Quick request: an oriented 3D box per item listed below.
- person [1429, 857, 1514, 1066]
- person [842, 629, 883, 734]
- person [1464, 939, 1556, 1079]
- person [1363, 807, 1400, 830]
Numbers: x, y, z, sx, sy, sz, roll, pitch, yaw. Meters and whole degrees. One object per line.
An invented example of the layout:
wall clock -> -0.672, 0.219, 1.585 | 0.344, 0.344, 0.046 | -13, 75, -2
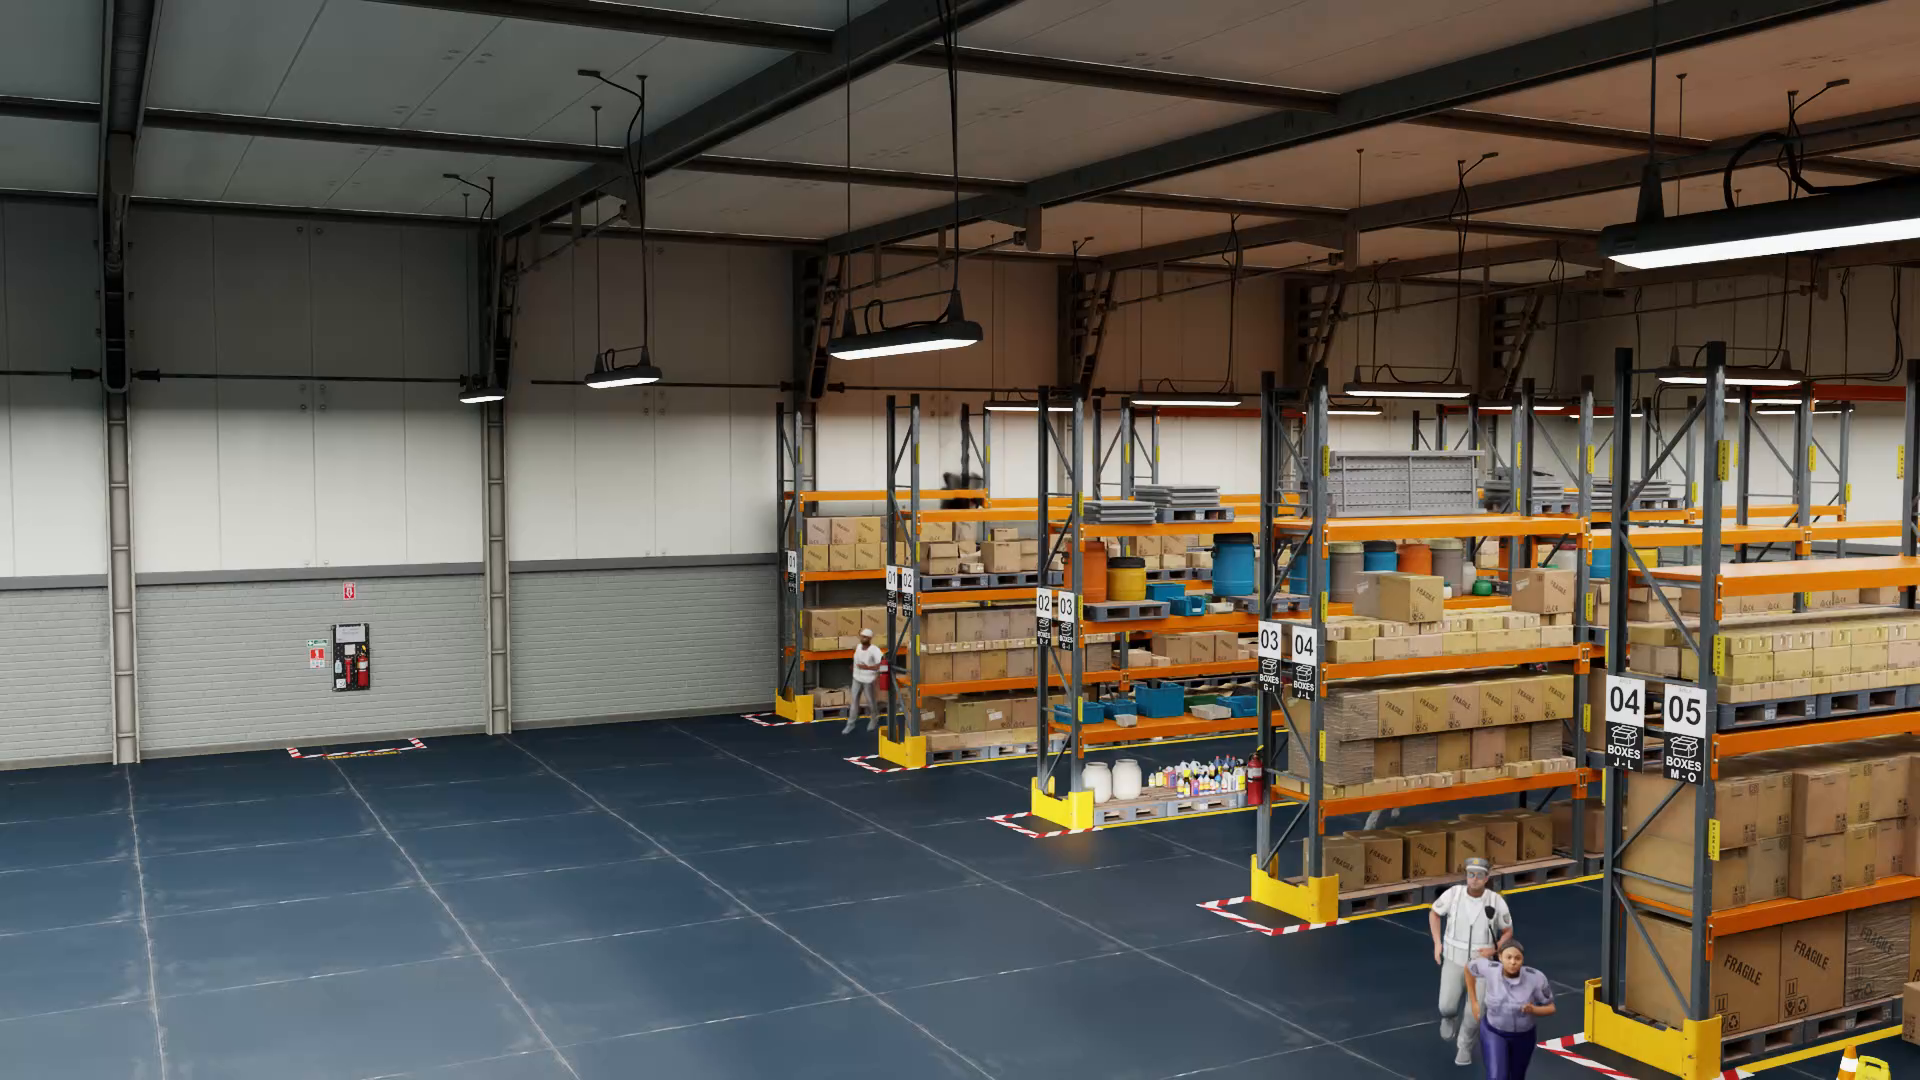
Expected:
person -> 4.301, 3.516, 14.007 | 0.681, 1.743, 0.559 | 1, 3, 17
person -> -1.594, 2.414, 28.511 | 0.722, 1.806, 0.880 | 2, 4, 35
person -> 4.010, 3.681, 12.197 | 0.584, 1.623, 0.901 | 1, 3, 9
person -> 5.694, 3.074, 22.285 | 0.913, 1.686, 0.640 | -3, 4, -43
